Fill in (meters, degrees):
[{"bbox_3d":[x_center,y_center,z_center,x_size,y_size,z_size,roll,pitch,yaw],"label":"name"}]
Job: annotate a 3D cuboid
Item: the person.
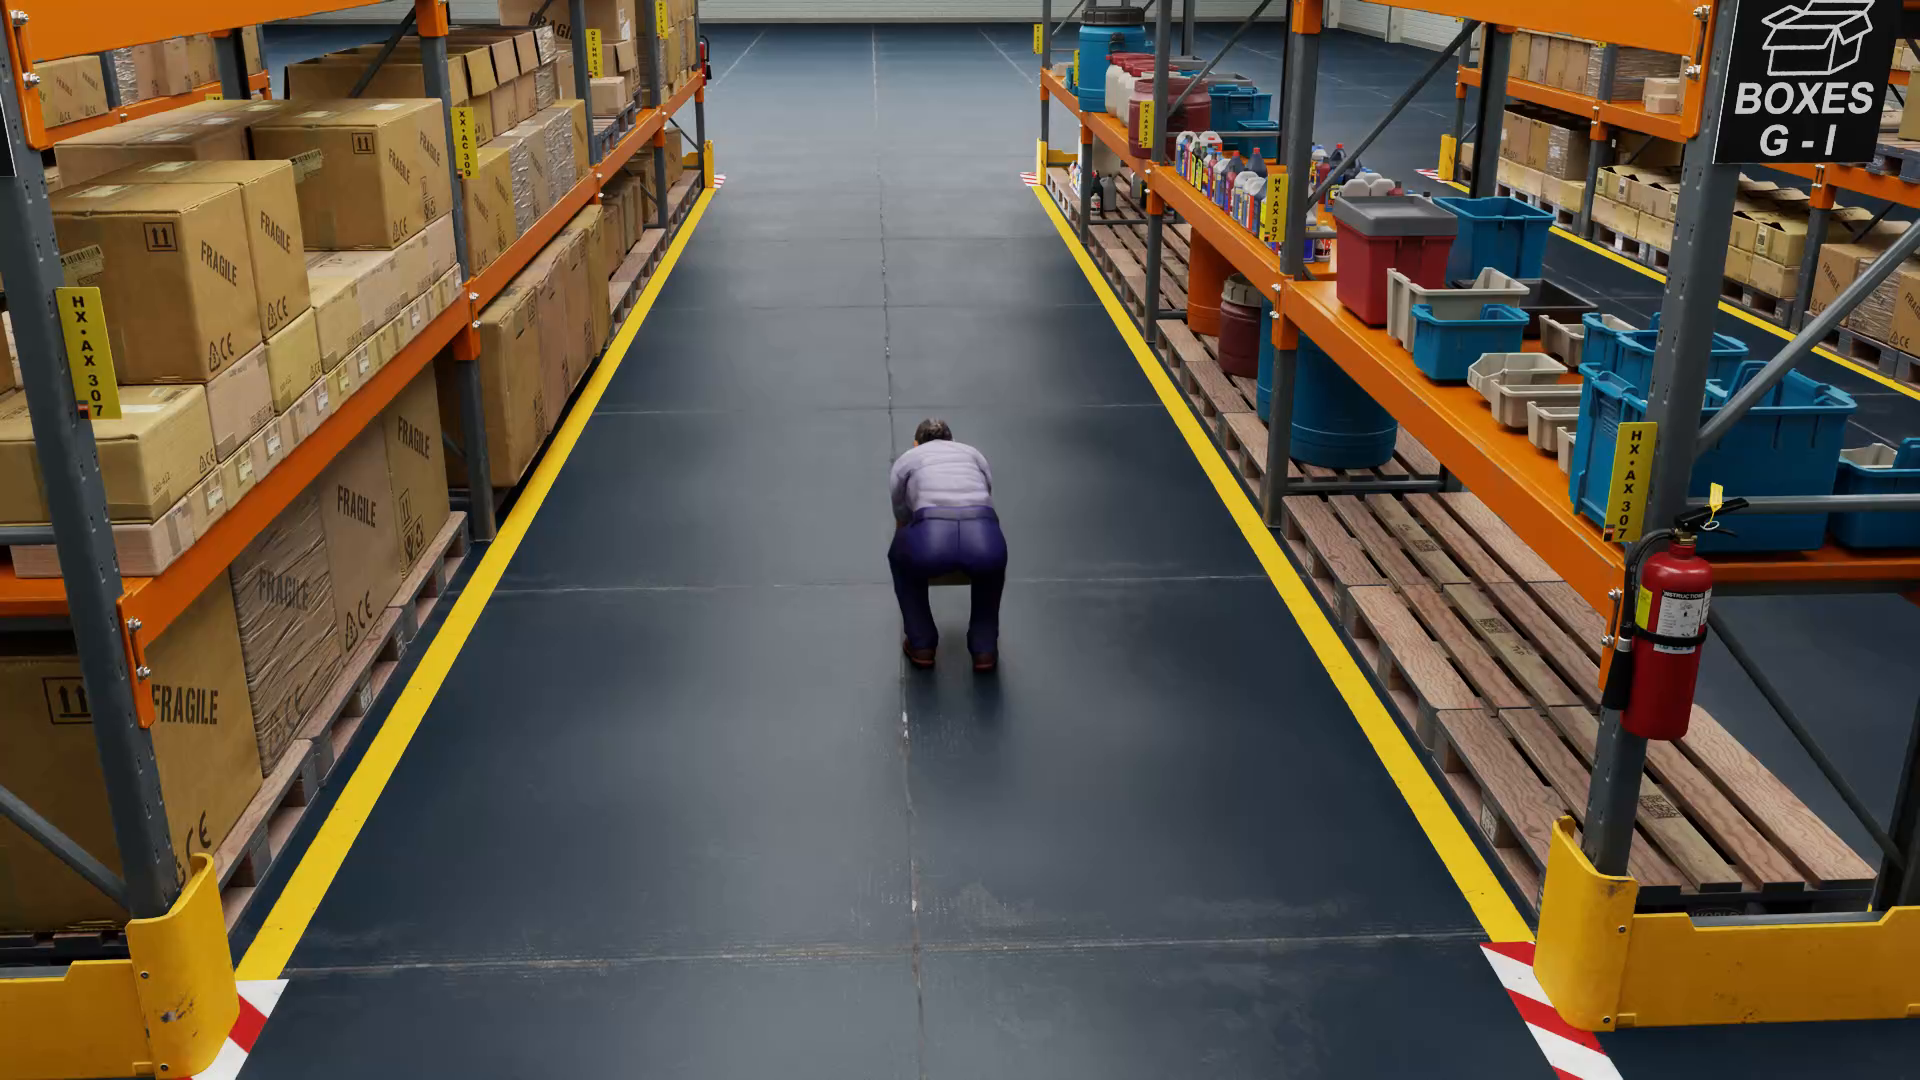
[{"bbox_3d":[-0.051,0.030,7.039,0.508,0.941,0.868,-2,21,-5],"label":"person"}]
